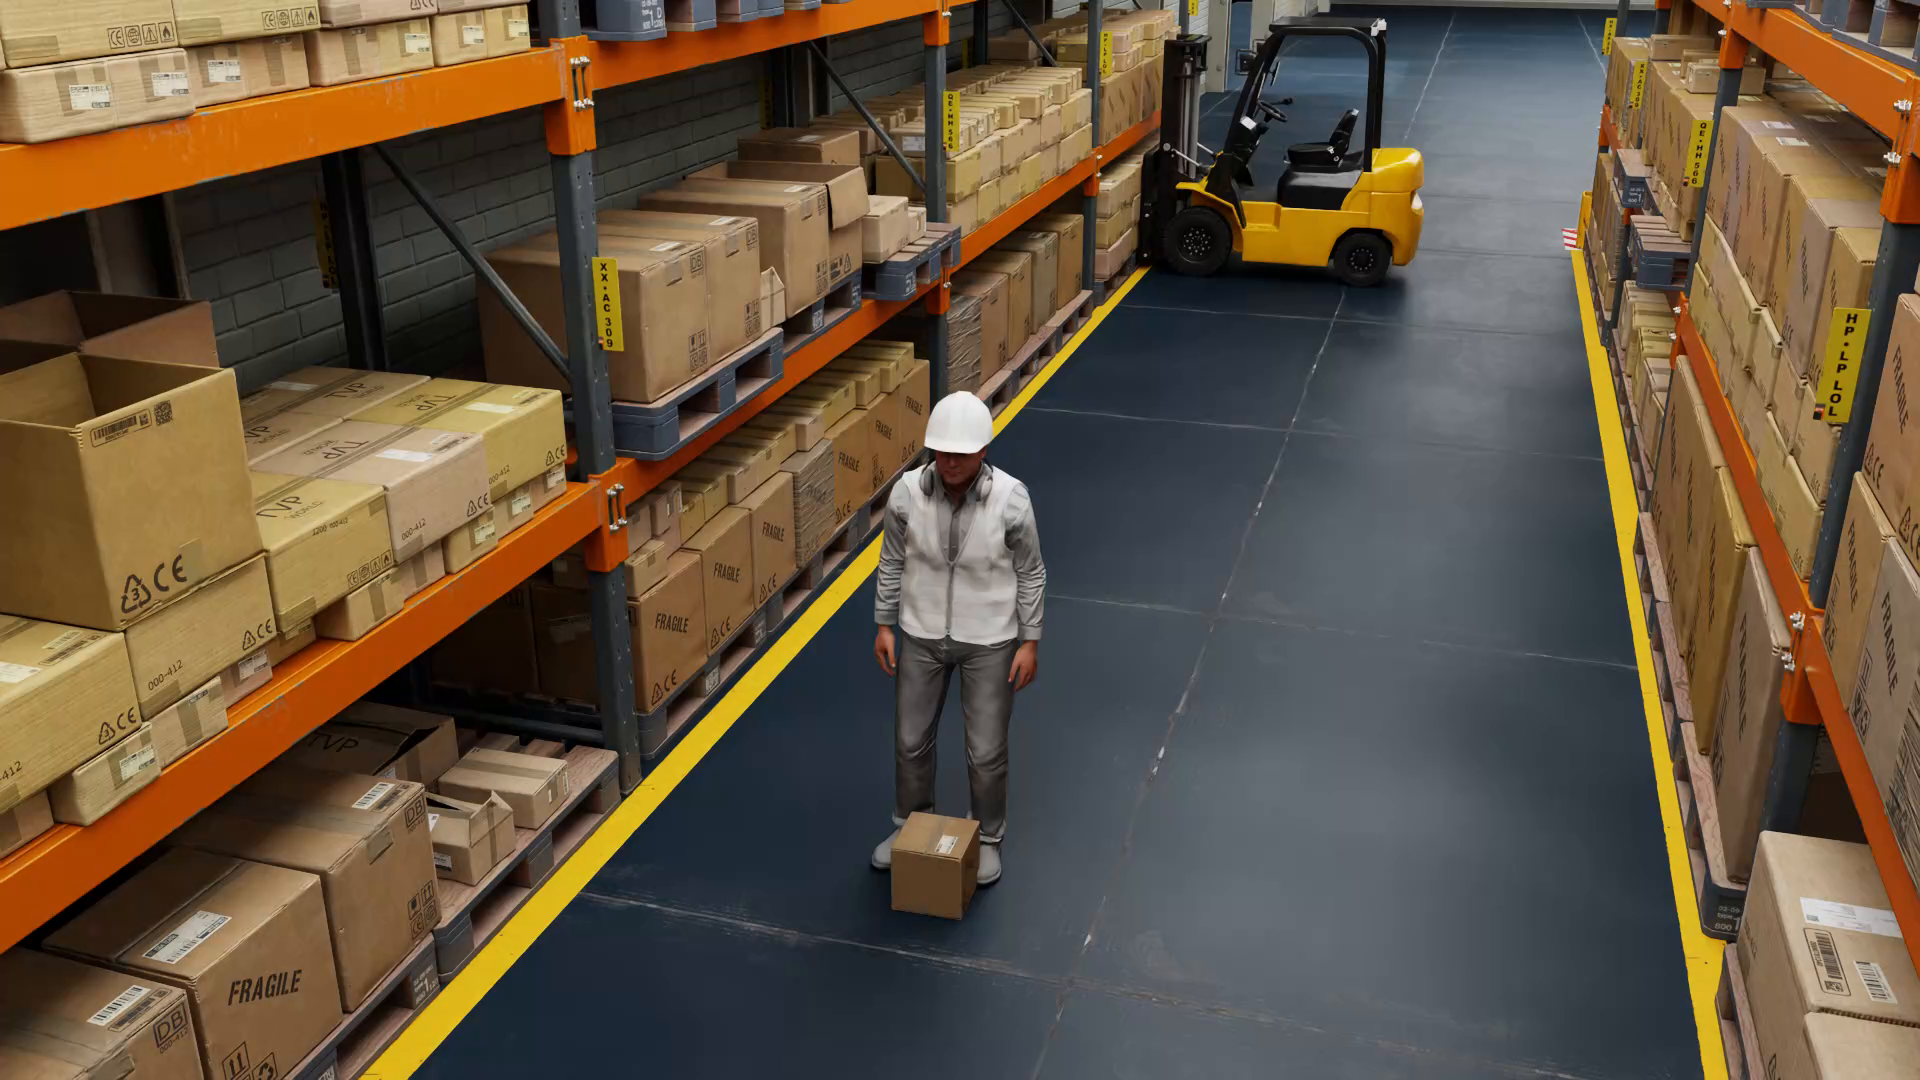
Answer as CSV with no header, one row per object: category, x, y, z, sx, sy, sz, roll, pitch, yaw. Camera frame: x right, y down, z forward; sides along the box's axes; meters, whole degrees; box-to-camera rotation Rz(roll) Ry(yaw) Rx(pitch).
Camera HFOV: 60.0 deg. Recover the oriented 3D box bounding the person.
person,-0.007,0.330,5.724,0.593,1.773,0.457,5,22,13
